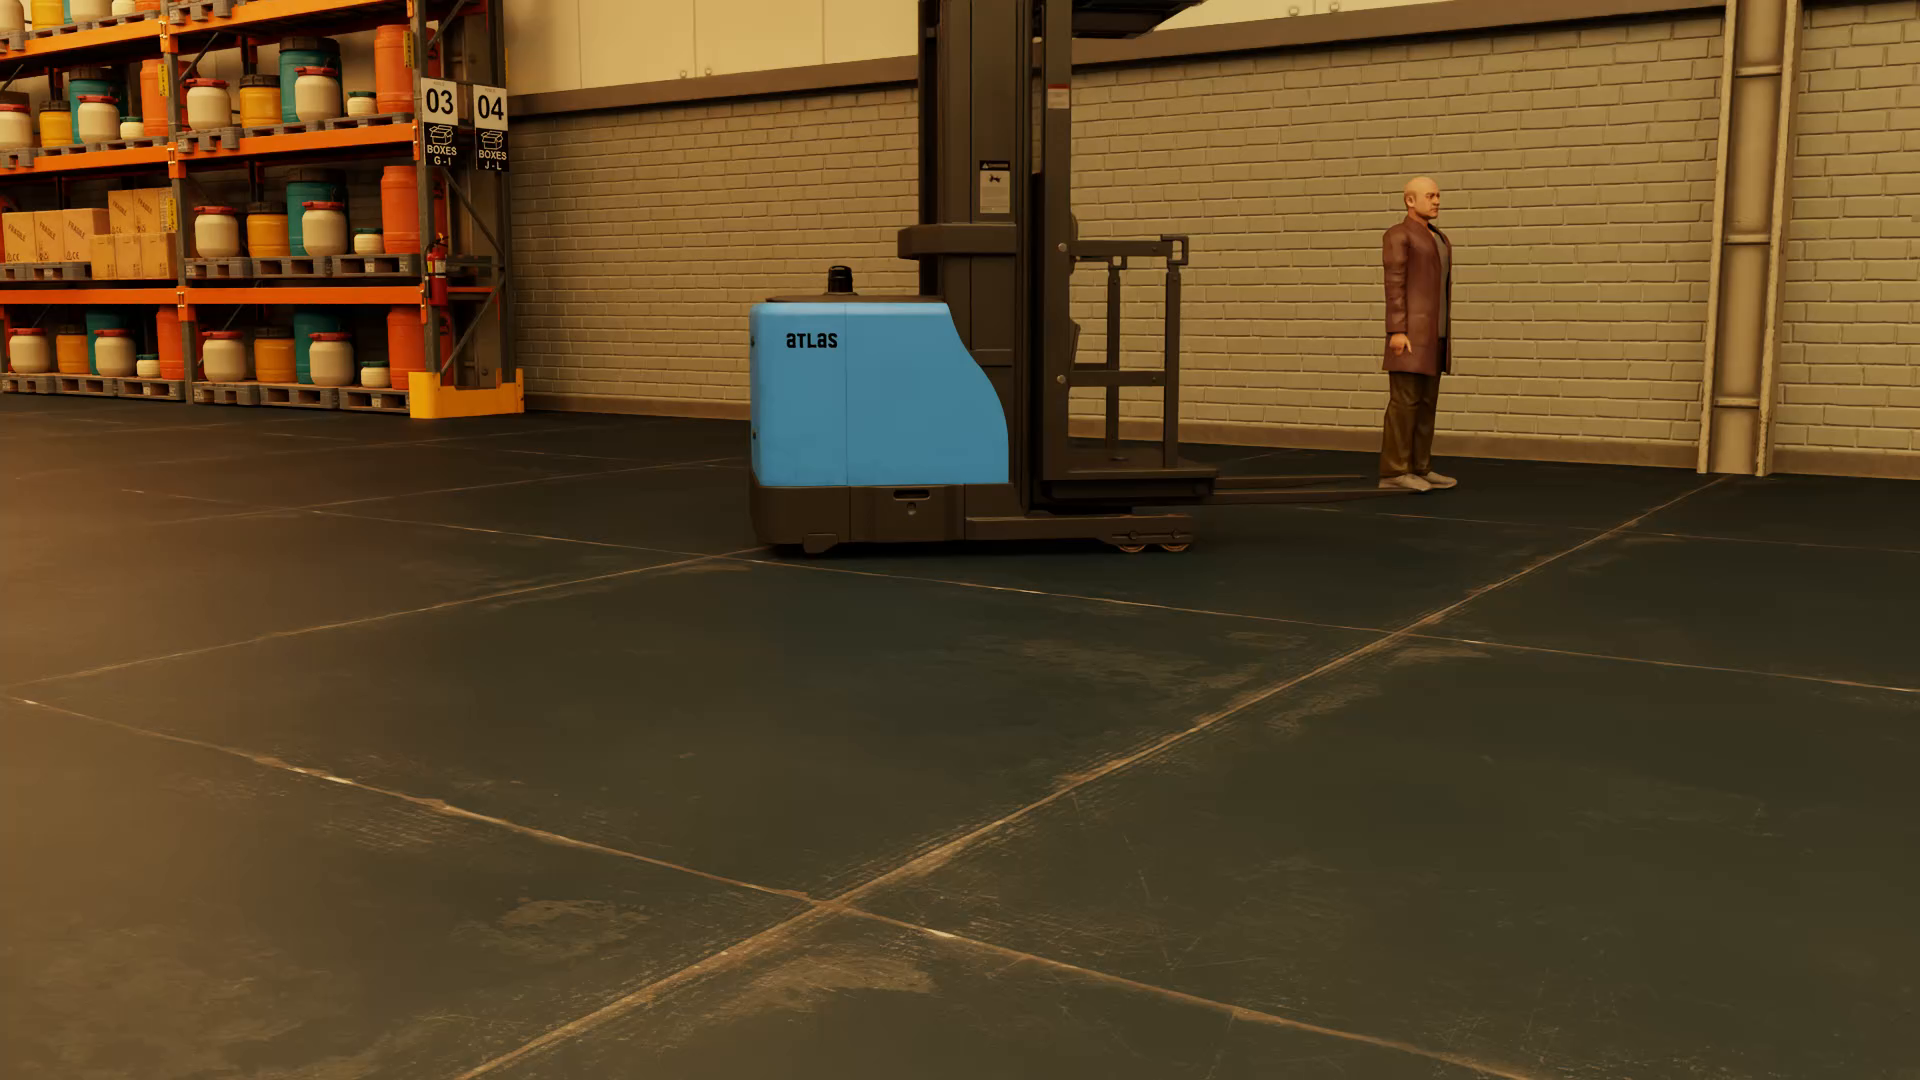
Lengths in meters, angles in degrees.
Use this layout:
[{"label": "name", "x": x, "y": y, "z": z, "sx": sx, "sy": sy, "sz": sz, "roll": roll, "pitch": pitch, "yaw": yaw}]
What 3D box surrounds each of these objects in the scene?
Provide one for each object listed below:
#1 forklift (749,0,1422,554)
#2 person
[{"label": "forklift", "x": 0.570, "y": -1.467, "z": 7.512, "sx": 3.031, "sy": 2.935, "sz": 1.130, "roll": -1, "pitch": 8, "yaw": -9}, {"label": "person", "x": 2.655, "y": -1.176, "z": 9.538, "sx": 0.385, "sy": 1.783, "sz": 0.570, "roll": 7, "pitch": 11, "yaw": 41}]
